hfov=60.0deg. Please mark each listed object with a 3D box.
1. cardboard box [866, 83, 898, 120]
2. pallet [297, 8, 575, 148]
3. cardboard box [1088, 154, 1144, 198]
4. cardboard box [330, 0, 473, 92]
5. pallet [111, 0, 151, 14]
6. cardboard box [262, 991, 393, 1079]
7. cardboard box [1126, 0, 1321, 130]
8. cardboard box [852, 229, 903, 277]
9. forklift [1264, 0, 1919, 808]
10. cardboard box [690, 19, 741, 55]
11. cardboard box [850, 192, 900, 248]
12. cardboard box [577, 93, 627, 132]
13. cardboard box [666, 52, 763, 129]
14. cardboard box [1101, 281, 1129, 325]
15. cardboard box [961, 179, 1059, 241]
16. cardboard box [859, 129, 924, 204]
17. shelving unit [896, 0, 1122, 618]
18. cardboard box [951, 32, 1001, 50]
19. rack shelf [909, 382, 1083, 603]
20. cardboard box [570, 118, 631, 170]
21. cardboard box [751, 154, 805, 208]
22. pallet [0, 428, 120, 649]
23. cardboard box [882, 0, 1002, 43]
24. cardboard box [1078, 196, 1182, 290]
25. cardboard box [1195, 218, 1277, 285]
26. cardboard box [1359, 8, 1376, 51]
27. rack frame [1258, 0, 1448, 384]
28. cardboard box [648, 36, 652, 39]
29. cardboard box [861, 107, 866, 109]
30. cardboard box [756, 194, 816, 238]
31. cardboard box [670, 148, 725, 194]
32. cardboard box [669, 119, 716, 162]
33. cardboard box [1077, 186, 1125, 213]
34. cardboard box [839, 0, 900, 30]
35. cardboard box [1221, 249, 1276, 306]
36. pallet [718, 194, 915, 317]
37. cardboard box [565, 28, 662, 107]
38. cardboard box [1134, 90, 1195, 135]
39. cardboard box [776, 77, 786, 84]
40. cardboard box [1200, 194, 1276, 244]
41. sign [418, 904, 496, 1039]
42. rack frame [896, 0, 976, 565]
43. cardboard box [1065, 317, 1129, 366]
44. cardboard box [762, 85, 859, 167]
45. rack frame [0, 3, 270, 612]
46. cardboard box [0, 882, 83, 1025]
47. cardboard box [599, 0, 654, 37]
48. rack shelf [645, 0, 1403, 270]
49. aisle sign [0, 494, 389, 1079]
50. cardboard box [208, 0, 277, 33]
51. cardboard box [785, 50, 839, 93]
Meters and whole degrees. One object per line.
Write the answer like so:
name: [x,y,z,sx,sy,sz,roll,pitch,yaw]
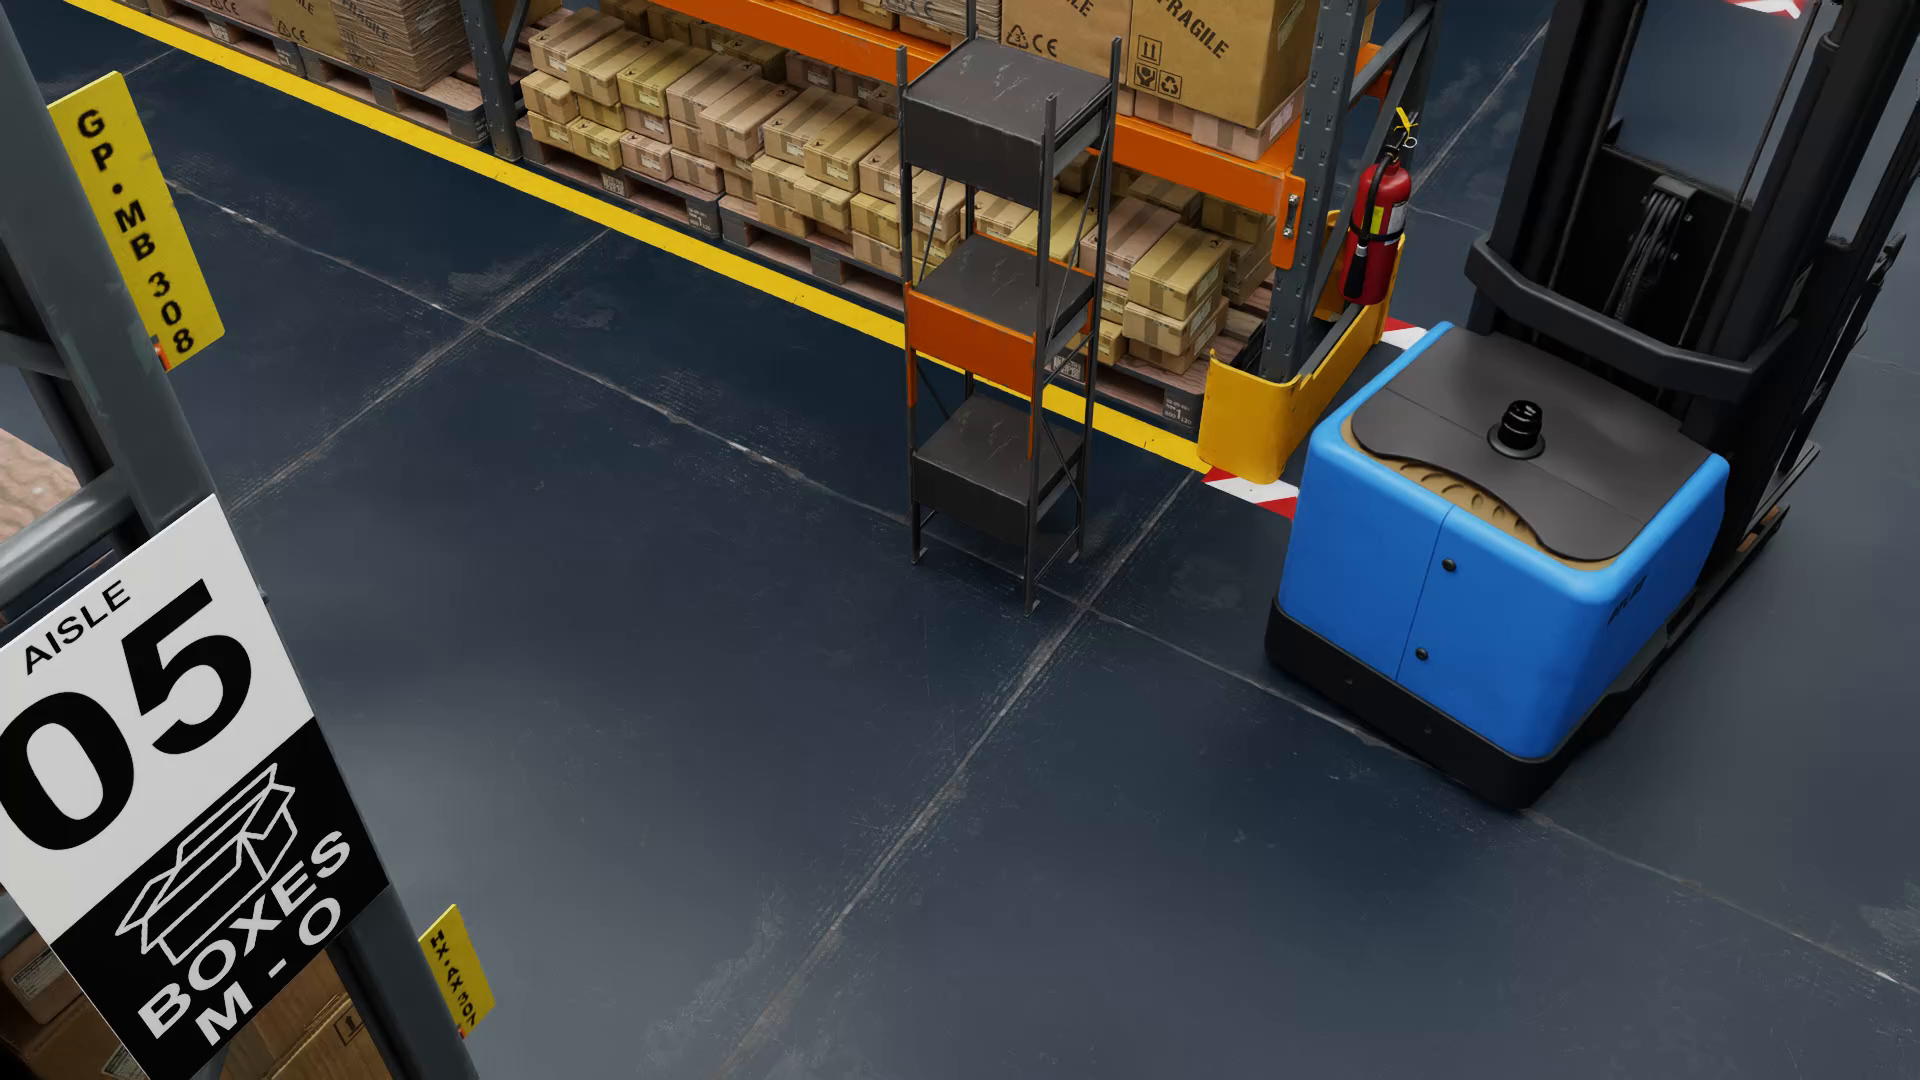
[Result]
cardboard box: [-0.204,-1.937,7.321,0.250,0.149,0.380,25,51,22]
pallet: [-2.587,-2.509,8.541,1.213,0.211,1.003,25,51,22]
cardboard box: [0.738,-1.609,7.002,0.250,0.149,0.380,25,51,22]
cardboard box: [-2.690,-2.590,8.125,0.500,0.500,0.500,24,50,21]
pallet: [-4.641,-3.454,9.459,1.213,0.211,1.003,25,51,22]
cardboard box: [-1.401,1.002,3.115,0.500,0.500,0.500,24,51,22]
cardboard box: [0.919,-1.789,5.619,0.500,0.500,0.500,26,51,23]
cardboard box: [-0.250,-1.322,7.138,0.250,0.149,0.380,26,51,23]
forklift: [2.435,-1.132,5.306,1.130,2.935,3.031,34,55,28]
cardboard box: [-1.041,-2.393,7.764,0.250,0.149,0.380,24,51,22]
cardboard box: [-0.250,-1.423,7.029,0.250,0.149,0.380,27,52,24]
cardboard box: [-1.537,-2.059,7.647,0.250,0.149,0.380,25,51,22]
cardboard box: [-1.082,-1.984,7.367,0.250,0.149,0.380,23,50,21]
cardboard box: [0.646,-1.054,6.670,0.250,0.149,0.380,24,50,21]
cardboard box: [0.202,-1.338,6.739,0.250,0.149,0.380,23,50,21]
cardboard box: [-0.216,-1.577,6.971,0.250,0.149,0.380,23,50,21]
shelving unit: [0.139,-0.668,5.435,0.503,2.100,0.431,25,51,22]
cardboard box: [0.167,-1.911,6.191,0.250,0.149,0.380,23,50,20]
rack shelf: [0.139,-0.170,5.946,0.480,0.518,0.431,25,51,22]
cardboard box: [-1.574,-1.895,7.695,0.250,0.149,0.380,26,51,23]
cardboard box: [-0.690,-1.624,7.224,0.250,0.149,0.380,24,51,22]
pallet: [-1.782,0.100,2.031,1.213,0.211,1.003,25,51,22]
cardboard box: [0.056,-2.182,6.001,0.500,0.500,0.500,25,51,22]
cardboard box: [0.673,-1.176,6.581,0.250,0.149,0.380,26,51,23]
cardboard box: [1.133,-1.246,6.857,0.250,0.149,0.380,27,52,24]
cardboard box: [1.340,-1.867,6.148,0.250,0.149,0.380,24,51,22]
rack frame: [1.436,-1.632,5.744,0.127,3.000,1.000,25,51,22]
cardboard box: [-1.494,-2.507,8.082,0.250,0.149,0.380,26,51,23]
cardboard box: [-0.427,-1.957,7.548,0.250,0.149,0.380,22,50,20]
cardboard box: [-0.684,-1.520,7.331,0.250,0.149,0.380,23,50,21]
cardboard box: [-1.096,-1.762,7.566,0.250,0.149,0.380,24,50,21]
cardboard box: [-1.087,-1.881,7.474,0.250,0.149,0.380,22,50,20]
cardboard box: [0.679,-1.427,7.033,0.250,0.149,0.380,25,51,23]
cardboard box: [-0.260,-2.144,6.417,0.250,0.149,0.380,26,51,23]
cardboard box: [1.168,-1.181,7.001,0.250,0.149,0.380,26,51,23]
pallet: [-0.316,-1.498,7.558,1.213,0.211,1.003,25,51,22]
cardboard box: [-1.553,-2.140,7.518,0.250,0.149,0.380,27,52,24]
cardboard box: [0.820,-1.619,5.906,0.250,0.149,0.380,25,51,22]
cardboard box: [-0.867,-2.160,7.745,0.250,0.149,0.380,25,51,22]
cardboard box: [1.178,-1.400,6.799,0.250,0.149,0.380,23,50,20]
sign: [-0.847,0.734,2.787,0.005,0.325,0.100,25,51,22]
rack frame: [-0.066,-0.762,5.526,0.015,2.100,0.400,25,51,22]
cardboard box: [0.609,-0.901,6.729,0.250,0.149,0.380,26,51,23]
cardboard box: [-0.638,-1.781,7.169,0.250,0.149,0.380,23,50,21]
rack frame: [-1.152,-0.695,0.651,0.127,3.000,1.000,25,51,22]
cardboard box: [-1.301,0.482,2.471,0.250,0.149,0.380,26,51,23]
cardboard box: [-1.491,-2.560,7.926,0.250,0.149,0.380,26,51,23]
rack shelf: [-0.248,-2.155,6.754,4.000,0.370,1.077,25,51,22]
aisle sign: [-0.934,0.343,2.013,0.004,0.787,0.394,25,51,22]
cardboard box: [-3.551,-2.990,8.514,0.500,0.500,0.500,24,50,21]
cardboard box: [-0.587,-2.196,7.573,0.250,0.149,0.380,22,50,20]
